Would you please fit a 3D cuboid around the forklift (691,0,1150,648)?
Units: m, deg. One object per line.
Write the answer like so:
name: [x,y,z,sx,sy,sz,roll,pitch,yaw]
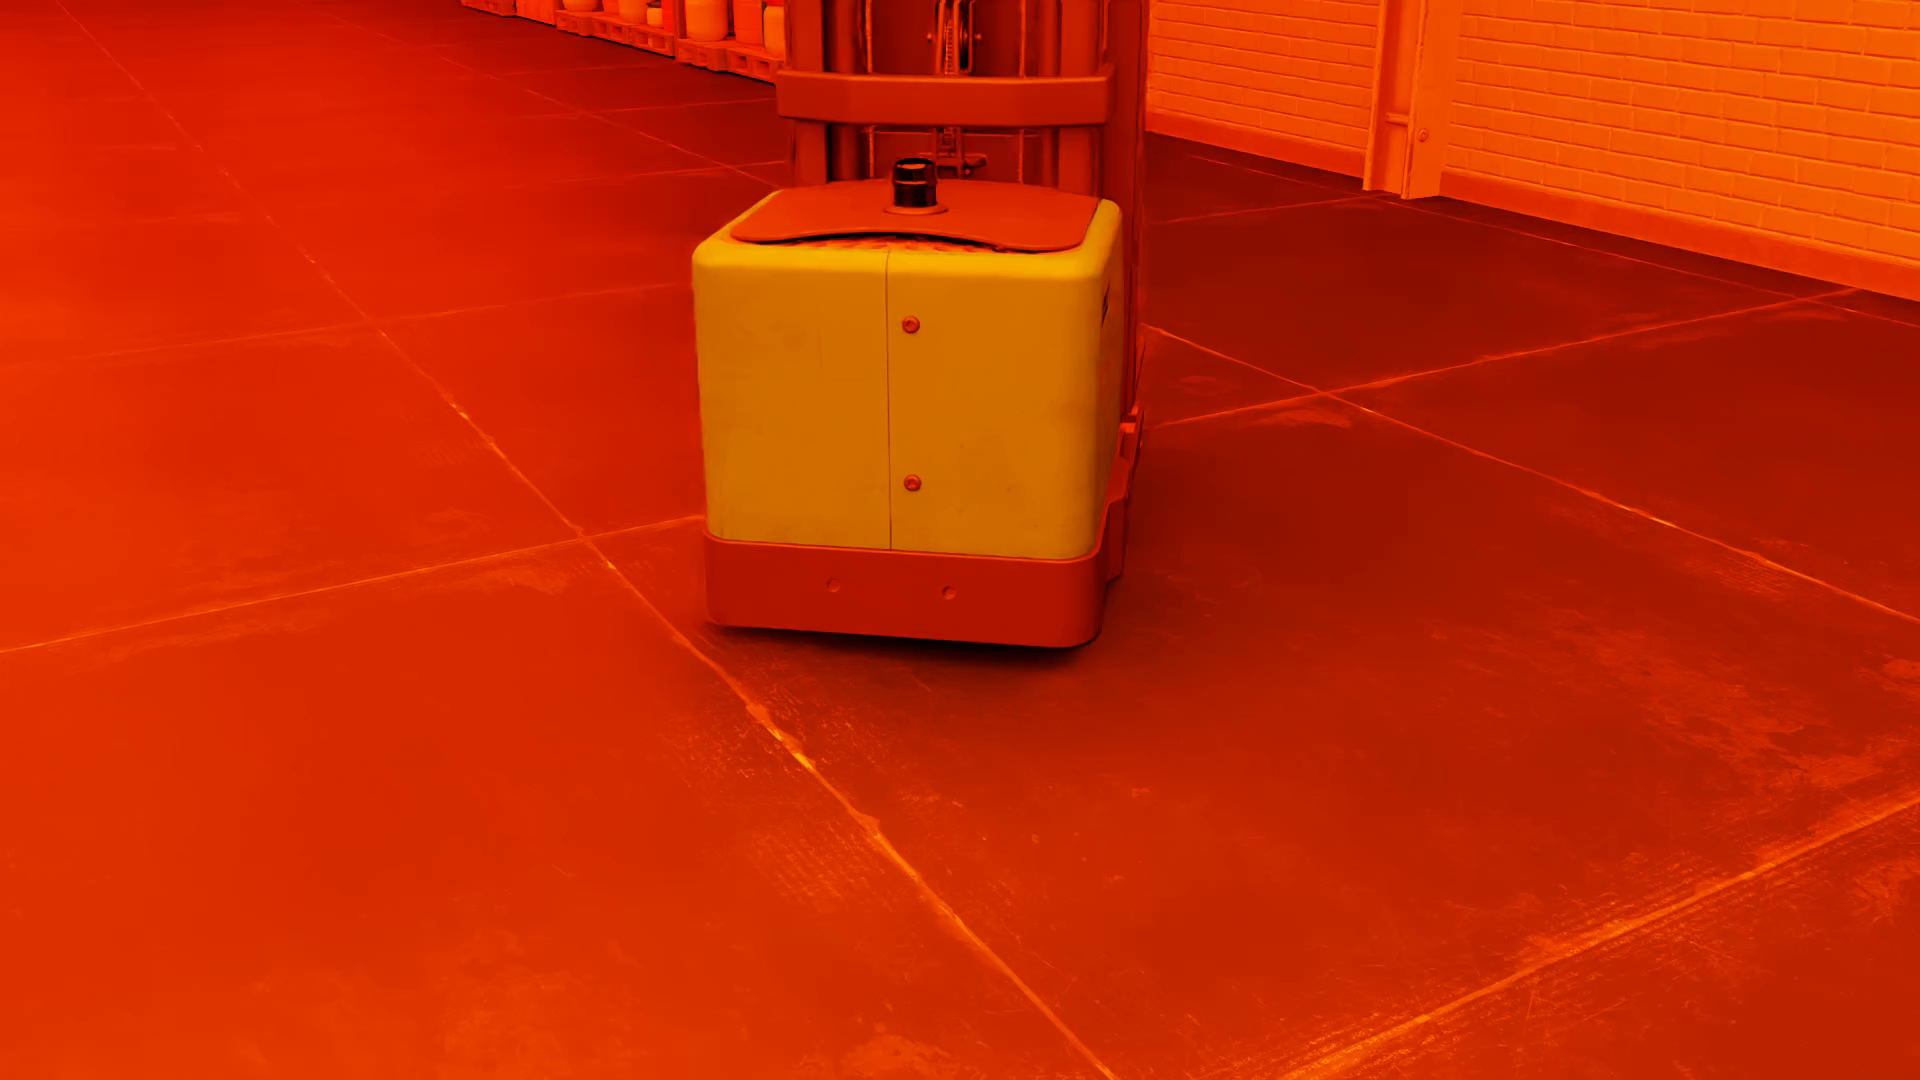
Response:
forklift: [0.055,-1.605,5.184,1.130,2.935,3.031,3,23,8]
